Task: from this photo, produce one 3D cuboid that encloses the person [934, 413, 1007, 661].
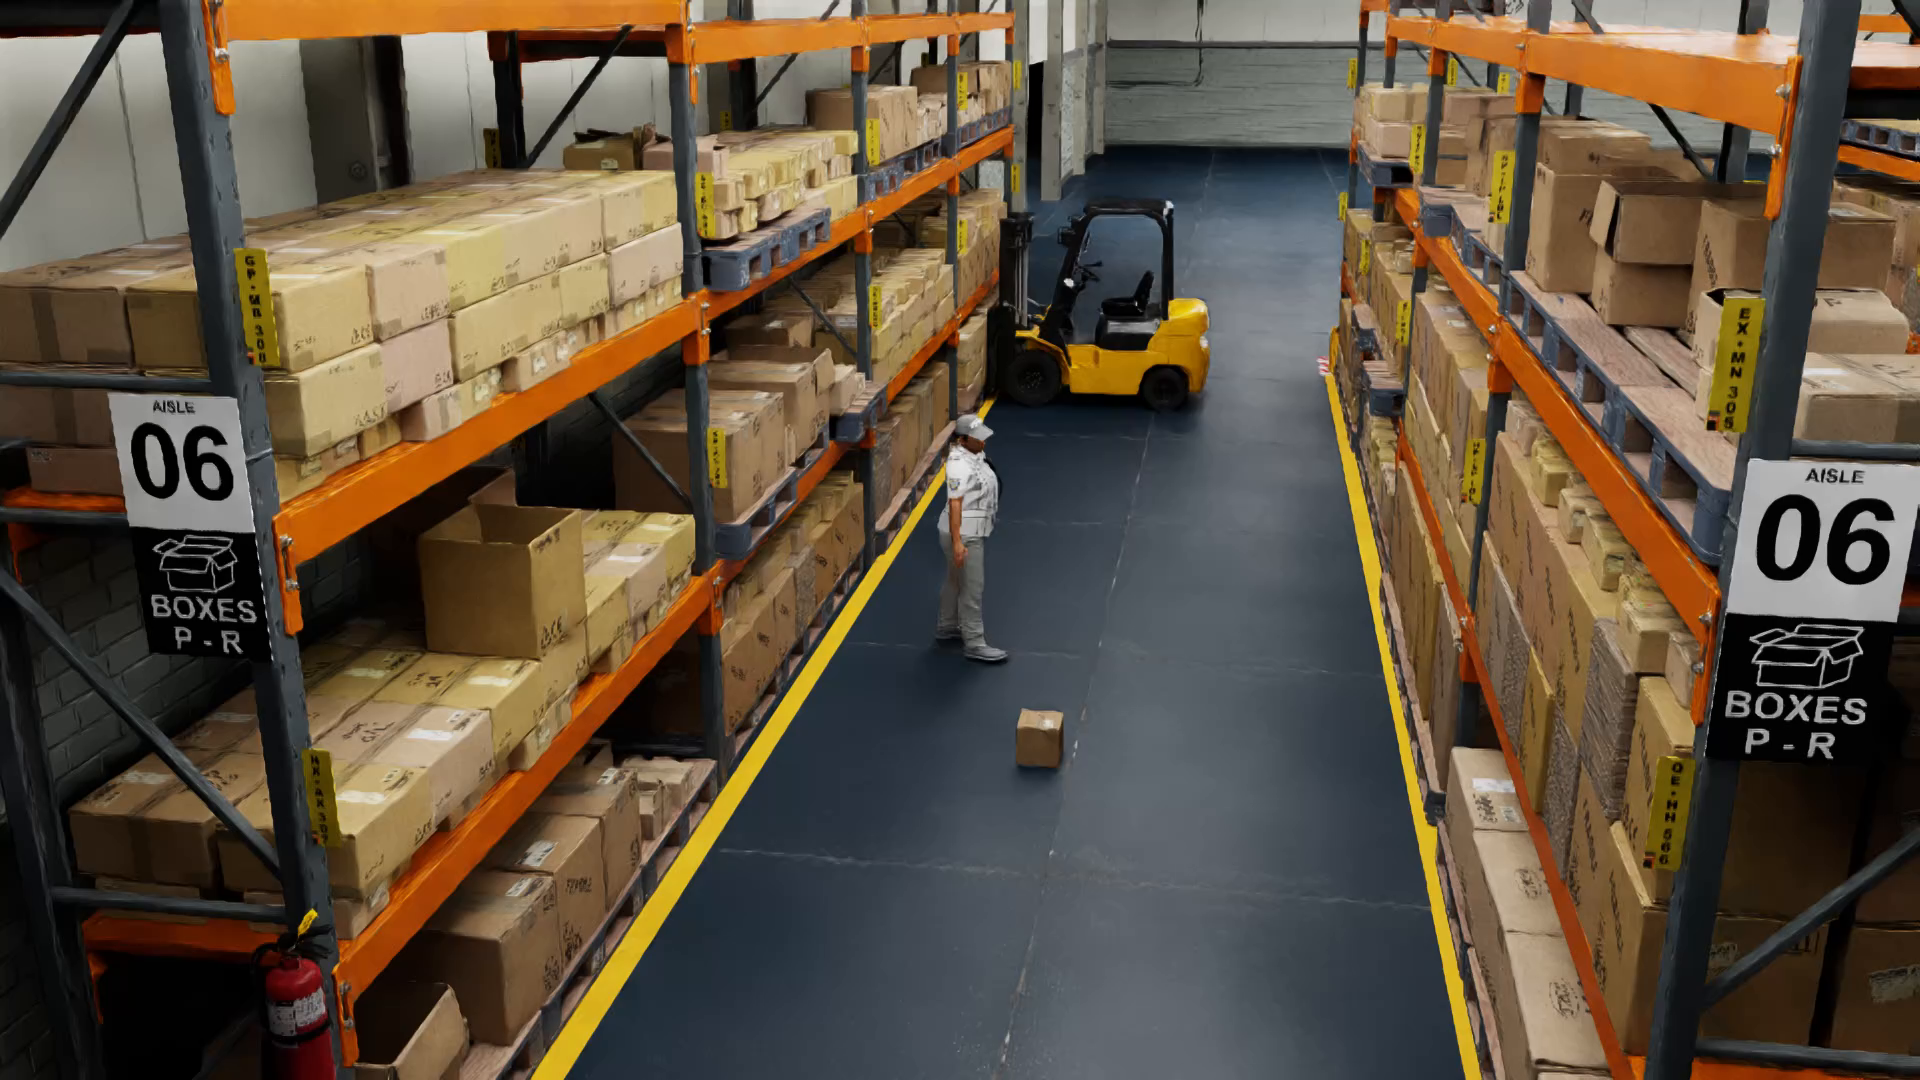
[{"bbox_3d":[0.071,-0.039,11.126,0.569,1.652,0.671,4,18,12],"label":"person"}]
